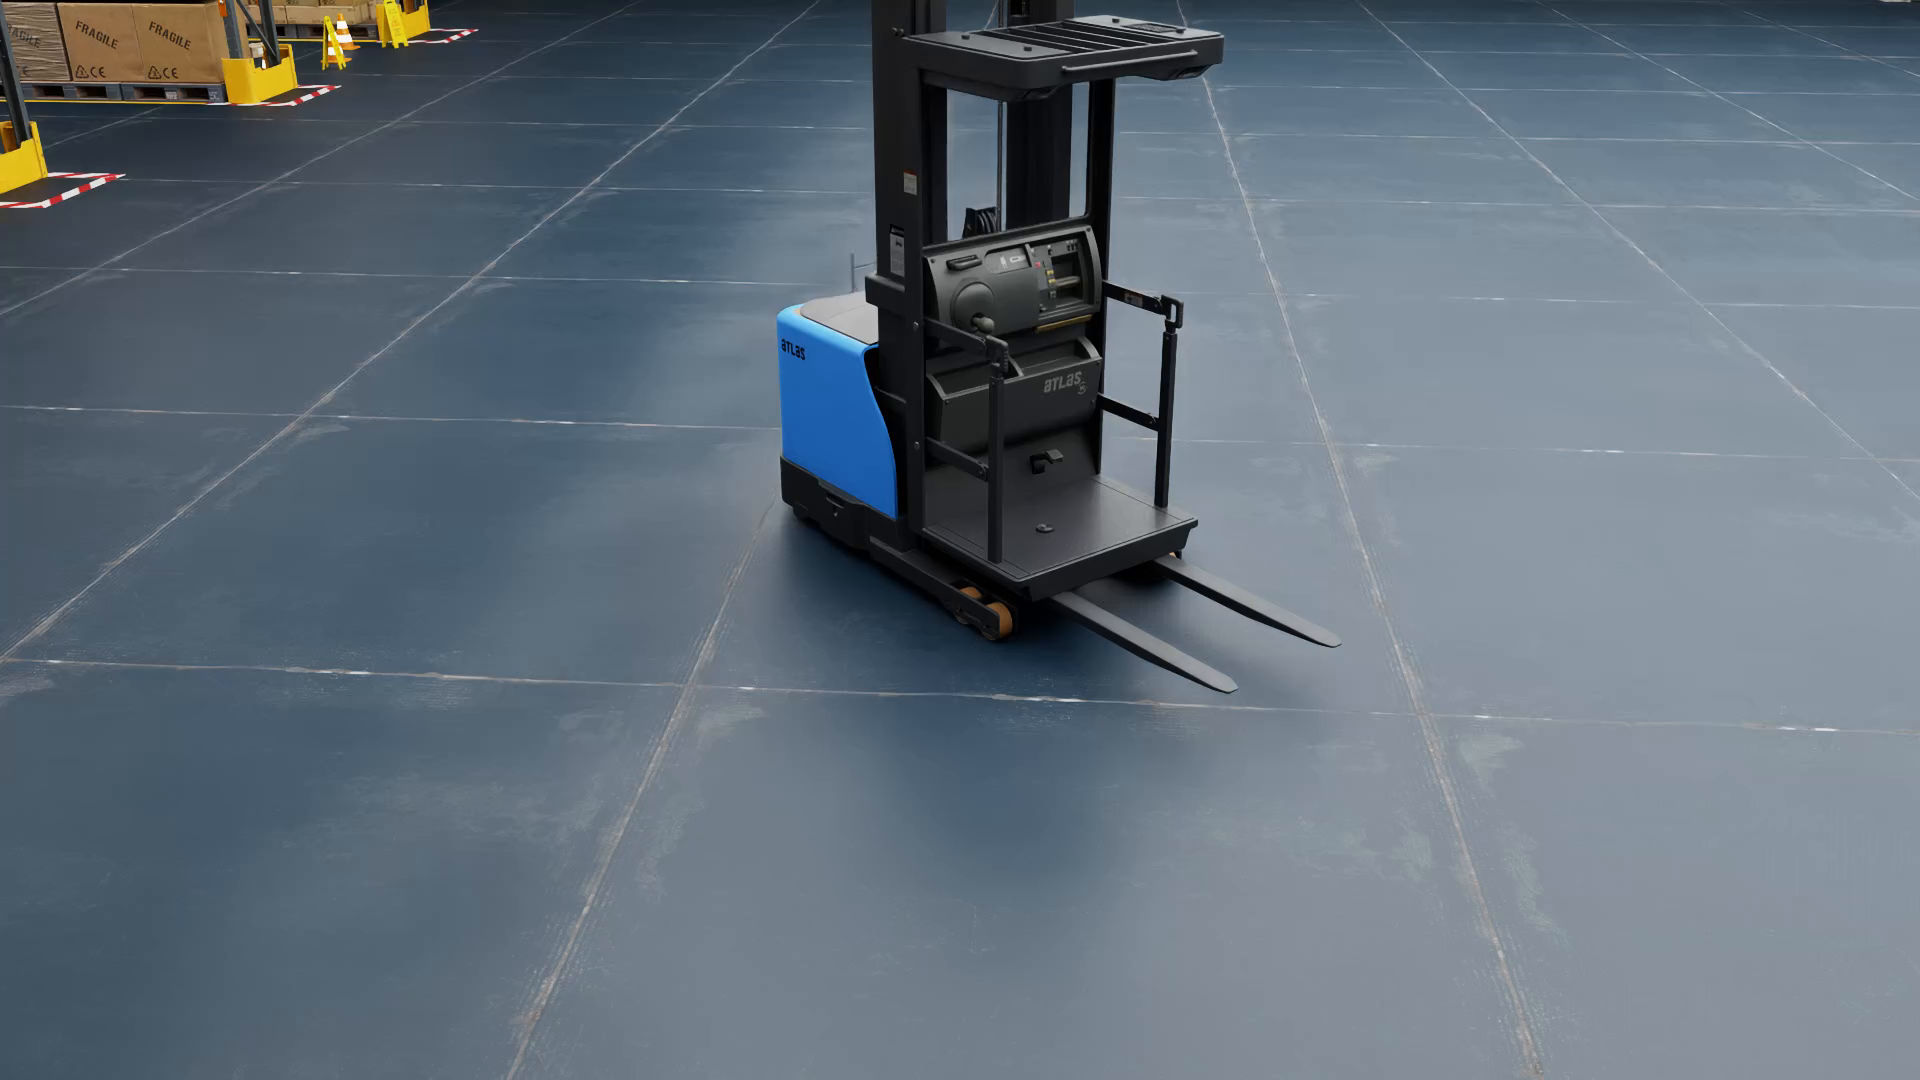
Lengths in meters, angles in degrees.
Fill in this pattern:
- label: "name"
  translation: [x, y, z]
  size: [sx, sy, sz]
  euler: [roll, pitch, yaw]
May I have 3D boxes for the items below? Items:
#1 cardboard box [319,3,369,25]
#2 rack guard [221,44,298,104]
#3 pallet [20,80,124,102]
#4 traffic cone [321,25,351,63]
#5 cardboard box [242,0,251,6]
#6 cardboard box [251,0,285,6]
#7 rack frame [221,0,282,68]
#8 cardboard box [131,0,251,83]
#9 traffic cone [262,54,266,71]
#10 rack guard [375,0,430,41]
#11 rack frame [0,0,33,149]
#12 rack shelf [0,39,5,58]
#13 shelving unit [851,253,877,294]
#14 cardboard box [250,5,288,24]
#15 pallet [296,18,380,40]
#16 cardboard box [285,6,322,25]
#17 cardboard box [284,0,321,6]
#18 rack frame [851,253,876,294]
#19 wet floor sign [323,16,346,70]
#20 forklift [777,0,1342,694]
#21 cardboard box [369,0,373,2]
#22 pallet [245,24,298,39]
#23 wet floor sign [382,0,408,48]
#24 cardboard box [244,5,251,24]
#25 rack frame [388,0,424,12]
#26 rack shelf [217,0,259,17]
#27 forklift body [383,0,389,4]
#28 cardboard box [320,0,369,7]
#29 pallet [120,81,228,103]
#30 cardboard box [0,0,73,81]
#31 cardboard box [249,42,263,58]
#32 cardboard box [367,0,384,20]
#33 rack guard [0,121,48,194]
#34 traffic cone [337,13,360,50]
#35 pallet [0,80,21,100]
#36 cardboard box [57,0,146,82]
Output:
- label: "cardboard box"
  translation: [-8.849, -7.566, 23.892]
  size: [0.500, 0.250, 0.500]
  euler: [2, 25, 4]
- label: "rack guard"
  translation: [-8.253, -5.507, 19.621]
  size: [0.348, 0.500, 1.175]
  euler: [2, 25, 4]
- label: "pallet"
  translation: [-10.293, -5.410, 19.755]
  size: [1.213, 0.211, 1.003]
  euler: [2, 25, 4]
- label: "traffic cone"
  translation: [-8.272, -6.560, 21.953]
  size: [0.334, 0.463, 0.336]
  euler: [2, 25, 4]
- label: "cardboard box"
  translation: [-10.368, -7.959, 23.849]
  size: [0.500, 0.500, 0.500]
  euler: [3, 25, 7]
- label: "cardboard box"
  translation: [-9.841, -7.944, 23.815]
  size: [0.500, 0.500, 0.500]
  euler: [1, 25, 3]
- label: "rack frame"
  translation: [-8.277, -6.644, 19.100]
  size: [0.127, 3.000, 1.000]
  euler: [2, 25, 4]
- label: "cardboard box"
  translation: [-8.958, -5.863, 19.444]
  size: [0.875, 0.875, 0.875]
  euler: [2, 25, 4]
- label: "traffic cone"
  translation: [-8.698, -6.100, 20.953]
  size: [0.334, 0.463, 0.336]
  euler: [2, 25, 4]
- label: "rack guard"
  translation: [-8.075, -7.577, 24.118]
  size: [0.348, 0.500, 1.175]
  euler: [2, 25, 4]
- label: "rack frame"
  translation: [-8.757, -4.580, 14.614]
  size: [0.127, 3.000, 1.000]
  euler: [2, 25, 4]
- label: "rack shelf"
  translation: [-10.752, -4.317, 14.904]
  size: [4.000, 0.370, 1.077]
  euler: [2, 25, 4]
- label: "shelving unit"
  translation: [-0.418, -0.944, 8.864]
  size: [0.189, 1.200, 0.258]
  euler: [21, 32, 38]
- label: "cardboard box"
  translation: [-9.863, -7.600, 23.965]
  size: [0.500, 0.250, 0.500]
  euler: [1, 25, 2]
- label: "pallet"
  translation: [-8.882, -7.486, 24.267]
  size: [1.213, 0.211, 1.003]
  euler: [2, 25, 4]
- label: "cardboard box"
  translation: [-9.341, -7.585, 23.933]
  size: [0.500, 0.250, 0.500]
  euler: [2, 25, 4]
- label: "cardboard box"
  translation: [-9.338, -7.925, 23.774]
  size: [0.500, 0.500, 0.500]
  euler: [3, 25, 6]
- label: "rack frame"
  translation: [-0.486, -0.970, 8.920]
  size: [0.006, 1.200, 0.240]
  euler: [21, 32, 38]
- label: "wet floor sign"
  translation: [-8.097, -6.398, 21.384]
  size: [0.232, 0.644, 0.267]
  euler: [-2, 25, -5]
- label: "forklift"
  translation: [0.380, -1.125, 7.188]
  size: [1.130, 2.935, 3.031]
  euler: [-18, 30, -34]
- label: "cardboard box"
  translation: [-8.806, -8.134, 24.229]
  size: [0.500, 0.500, 0.500]
  euler: [1, 25, 2]
- label: "pallet"
  translation: [-10.095, -7.527, 24.355]
  size: [1.213, 0.211, 1.003]
  euler: [2, 25, 4]
- label: "wet floor sign"
  translation: [-7.891, -7.188, 23.100]
  size: [0.232, 0.644, 0.267]
  euler: [11, 27, 22]
- label: "cardboard box"
  translation: [-10.357, -7.620, 24.009]
  size: [0.500, 0.250, 0.500]
  euler: [2, 25, 3]
- label: "rack frame"
  translation: [-7.999, -8.710, 23.591]
  size: [0.127, 3.000, 1.000]
  euler: [2, 25, 4]
- label: "rack shelf"
  translation: [-10.271, -6.381, 19.389]
  size: [4.000, 0.370, 1.077]
  euler: [2, 25, 4]
- label: "forklift body"
  translation: [-9.653, -9.694, 26.744]
  size: [1.214, 2.155, 2.313]
  euler: [2, 25, 4]
- label: "cardboard box"
  translation: [-8.818, -7.909, 23.740]
  size: [0.500, 0.500, 0.500]
  euler: [2, 25, 4]
- label: "pallet"
  translation: [-9.080, -5.370, 19.668]
  size: [1.213, 0.211, 1.003]
  euler: [2, 25, 4]
- label: "cardboard box"
  translation: [-10.744, -5.921, 19.568]
  size: [0.875, 0.875, 0.875]
  euler: [2, 25, 4]
- label: "cardboard box"
  translation: [-9.460, -6.615, 22.448]
  size: [0.250, 0.149, 0.380]
  euler: [16, 29, 31]
- label: "cardboard box"
  translation: [-8.782, -7.793, 24.384]
  size: [0.500, 0.250, 0.500]
  euler: [2, 25, 4]
- label: "rack guard"
  translation: [-8.833, -3.447, 15.142]
  size: [0.348, 0.500, 1.175]
  euler: [2, 25, 4]
- label: "traffic cone"
  translation: [-8.526, -7.034, 22.982]
  size: [0.334, 0.463, 0.336]
  euler: [2, 25, 4]
- label: "pallet"
  translation: [-11.513, -5.448, 19.837]
  size: [1.213, 0.211, 1.003]
  euler: [2, 25, 4]
- label: "cardboard box"
  translation: [-9.836, -5.891, 19.503]
  size: [0.875, 0.875, 0.875]
  euler: [1, 25, 3]
